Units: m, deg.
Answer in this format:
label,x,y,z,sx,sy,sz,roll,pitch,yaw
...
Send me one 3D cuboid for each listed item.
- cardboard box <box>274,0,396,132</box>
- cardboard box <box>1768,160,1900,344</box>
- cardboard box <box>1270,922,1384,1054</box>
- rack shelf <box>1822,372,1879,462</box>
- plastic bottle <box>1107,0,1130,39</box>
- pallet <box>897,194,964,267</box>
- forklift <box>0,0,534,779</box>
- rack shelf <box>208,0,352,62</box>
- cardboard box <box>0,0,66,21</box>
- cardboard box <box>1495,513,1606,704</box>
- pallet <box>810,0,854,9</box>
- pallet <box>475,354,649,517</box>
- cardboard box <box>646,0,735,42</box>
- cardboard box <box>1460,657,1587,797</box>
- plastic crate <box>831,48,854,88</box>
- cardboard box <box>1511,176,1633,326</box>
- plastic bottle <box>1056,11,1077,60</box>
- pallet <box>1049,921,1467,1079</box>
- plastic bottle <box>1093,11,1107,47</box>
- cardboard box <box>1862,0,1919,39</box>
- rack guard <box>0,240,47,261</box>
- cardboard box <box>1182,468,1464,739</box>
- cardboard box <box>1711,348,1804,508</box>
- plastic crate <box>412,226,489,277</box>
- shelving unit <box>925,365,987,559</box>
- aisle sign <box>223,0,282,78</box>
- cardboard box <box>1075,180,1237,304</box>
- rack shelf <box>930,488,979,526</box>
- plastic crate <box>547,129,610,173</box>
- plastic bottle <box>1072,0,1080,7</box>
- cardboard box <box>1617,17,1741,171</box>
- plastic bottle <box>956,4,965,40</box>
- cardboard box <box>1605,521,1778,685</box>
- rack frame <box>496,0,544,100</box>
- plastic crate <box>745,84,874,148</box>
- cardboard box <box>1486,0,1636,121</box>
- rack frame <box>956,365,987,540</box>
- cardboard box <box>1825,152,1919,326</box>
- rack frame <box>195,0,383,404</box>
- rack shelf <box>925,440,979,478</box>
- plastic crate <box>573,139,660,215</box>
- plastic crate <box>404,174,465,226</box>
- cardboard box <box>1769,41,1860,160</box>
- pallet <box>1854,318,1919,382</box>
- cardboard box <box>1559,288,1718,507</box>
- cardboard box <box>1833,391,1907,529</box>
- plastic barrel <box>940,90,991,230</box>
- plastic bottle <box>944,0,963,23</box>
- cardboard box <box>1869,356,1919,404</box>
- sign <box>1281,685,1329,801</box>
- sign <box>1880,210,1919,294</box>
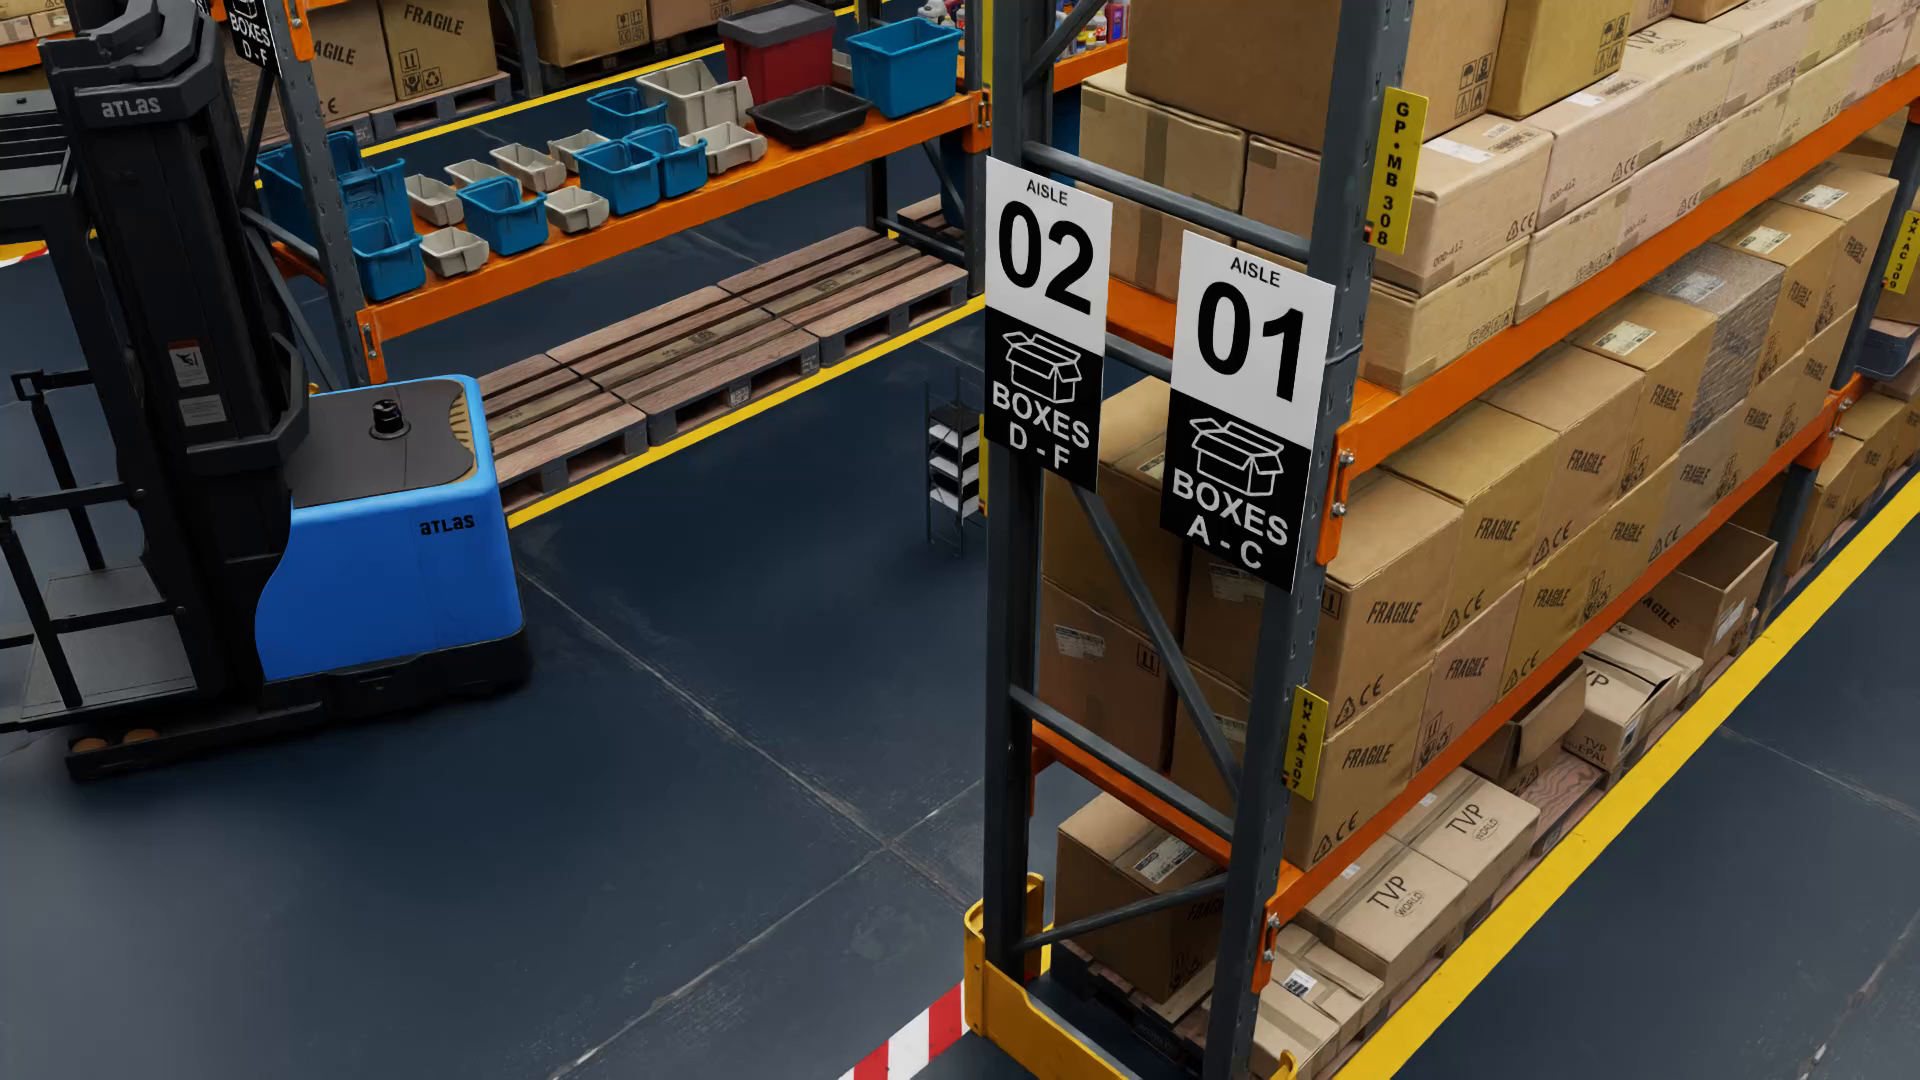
label,x,y,z,sx,sy,sz,roll,pitch,yaw
cardboard box,-4.895,-3.674,12.386,0.875,0.875,0.875,30,45,35
cardboard box,3.116,-1.122,6.275,0.500,0.500,0.500,-30,45,-35
cardboard box,1.185,1.492,5.580,0.380,0.166,0.250,30,45,35
rack shelf,4.698,-1.497,8.403,1.077,0.370,4.000,30,45,35
plastic bottle,1.025,-3.337,10.522,0.152,0.276,0.135,30,45,35
pallet,0.349,-2.131,11.121,1.003,0.211,1.213,30,45,35
forklift,-3.453,-0.561,6.492,3.031,2.935,1.130,-11,36,-15
rack shelf,-1.633,-3.101,8.081,1.077,0.370,4.000,30,45,35
cardboard box,-6.027,-3.497,10.513,0.500,0.250,0.500,28,44,34
cardboard box,1.685,0.115,5.376,0.500,0.500,0.500,29,44,35
pallet,-1.530,-5.165,15.471,1.003,0.211,1.213,30,45,35
pallet,-2.434,-0.530,8.825,1.003,0.211,1.213,30,45,35
cardboard box,-2.673,-4.906,14.153,1.225,0.875,0.875,28,44,34
cardboard box,1.968,0.628,6.525,0.797,0.503,0.637,30,45,35
plastic crate,-0.653,-2.763,9.768,0.396,0.136,0.243,30,45,35
cardboard box,1.374,-0.829,4.325,0.500,0.250,0.500,30,45,35
plastic bottle,0.630,-3.110,10.196,0.152,0.276,0.135,30,45,35
pallet,1.085,1.433,6.011,1.003,0.211,1.213,30,45,35
plastic bottle,0.869,-3.194,10.382,0.097,0.201,0.097,0,35,0
cardboard box,2.784,-1.846,5.346,0.500,0.250,0.500,30,45,35
rack guard,-6.574,-2.315,11.133,1.175,0.500,0.348,30,45,35
cardboard box,0.970,0.119,4.496,0.500,0.500,0.500,-28,44,-34
cardboard box,2.756,-0.505,6.264,0.500,0.500,0.500,-29,44,-34
plastic crate,-2.350,-1.335,7.720,0.250,0.136,0.298,30,45,35
shelving unit,-0.006,-0.366,7.988,0.258,0.900,0.210,30,45,35
aisle sign,-2.882,-2.272,6.612,0.394,0.787,0.004,30,45,35
cardboard box,0.645,-0.840,4.341,0.500,0.250,0.500,30,45,35
rack shelf,-0.006,-0.191,8.110,0.258,0.077,0.200,30,45,35
plastic crate,-2.008,-2.037,8.727,0.298,0.136,0.250,30,45,35
plastic bottle,0.797,-3.675,11.009,0.097,0.271,0.097,0,35,0
cardboard box,1.722,-1.240,4.477,0.500,0.250,0.500,30,45,35
plastic bottle,0.024,-3.274,10.497,0.097,0.201,0.097,0,35,0
cardboard box,3.088,0.210,7.127,0.500,0.500,0.500,30,45,35
rack frame,-3.739,-4.974,12.760,1.000,3.000,0.127,30,45,35
plastic crate,-0.822,-2.327,9.153,0.437,0.125,0.590,30,45,35
cardboard box,1.233,-1.422,4.083,0.700,0.500,0.500,30,45,35
rack frame,0.066,-0.407,8.047,0.240,0.900,0.006,30,45,35
cardboard box,3.781,-1.295,7.031,0.700,0.500,0.500,15,38,21
rack frame,-3.042,-1.354,7.570,1.000,3.000,0.127,30,45,35
rack shelf,-0.006,-0.412,7.955,0.258,0.077,0.200,30,45,35
plastic crate,-1.707,-1.812,8.320,0.416,0.233,0.300,30,45,35
plastic crate,-2.596,-1.675,8.207,0.396,0.136,0.243,30,45,35
cardboard box,2.429,-1.439,5.200,0.500,0.250,0.500,30,45,35
pallet,3.929,-1.182,7.490,1.003,0.211,1.213,30,45,35
cardboard box,2.046,-0.504,5.389,0.500,0.500,0.500,29,44,35
cardboard box,4.170,-0.454,8.080,0.500,0.500,0.500,-29,44,-35
plastic barrel,0.171,-2.504,10.685,0.600,0.901,0.708,30,45,35
plastic bottle,-0.045,-3.333,10.508,0.061,0.283,0.133,30,45,35
cardboard box,4.507,-0.947,8.131,0.500,0.250,0.500,30,45,35
sign,0.855,0.507,4.144,0.100,0.325,0.005,30,45,35
sign,3.679,-1.120,6.476,0.100,0.325,0.005,30,45,35
